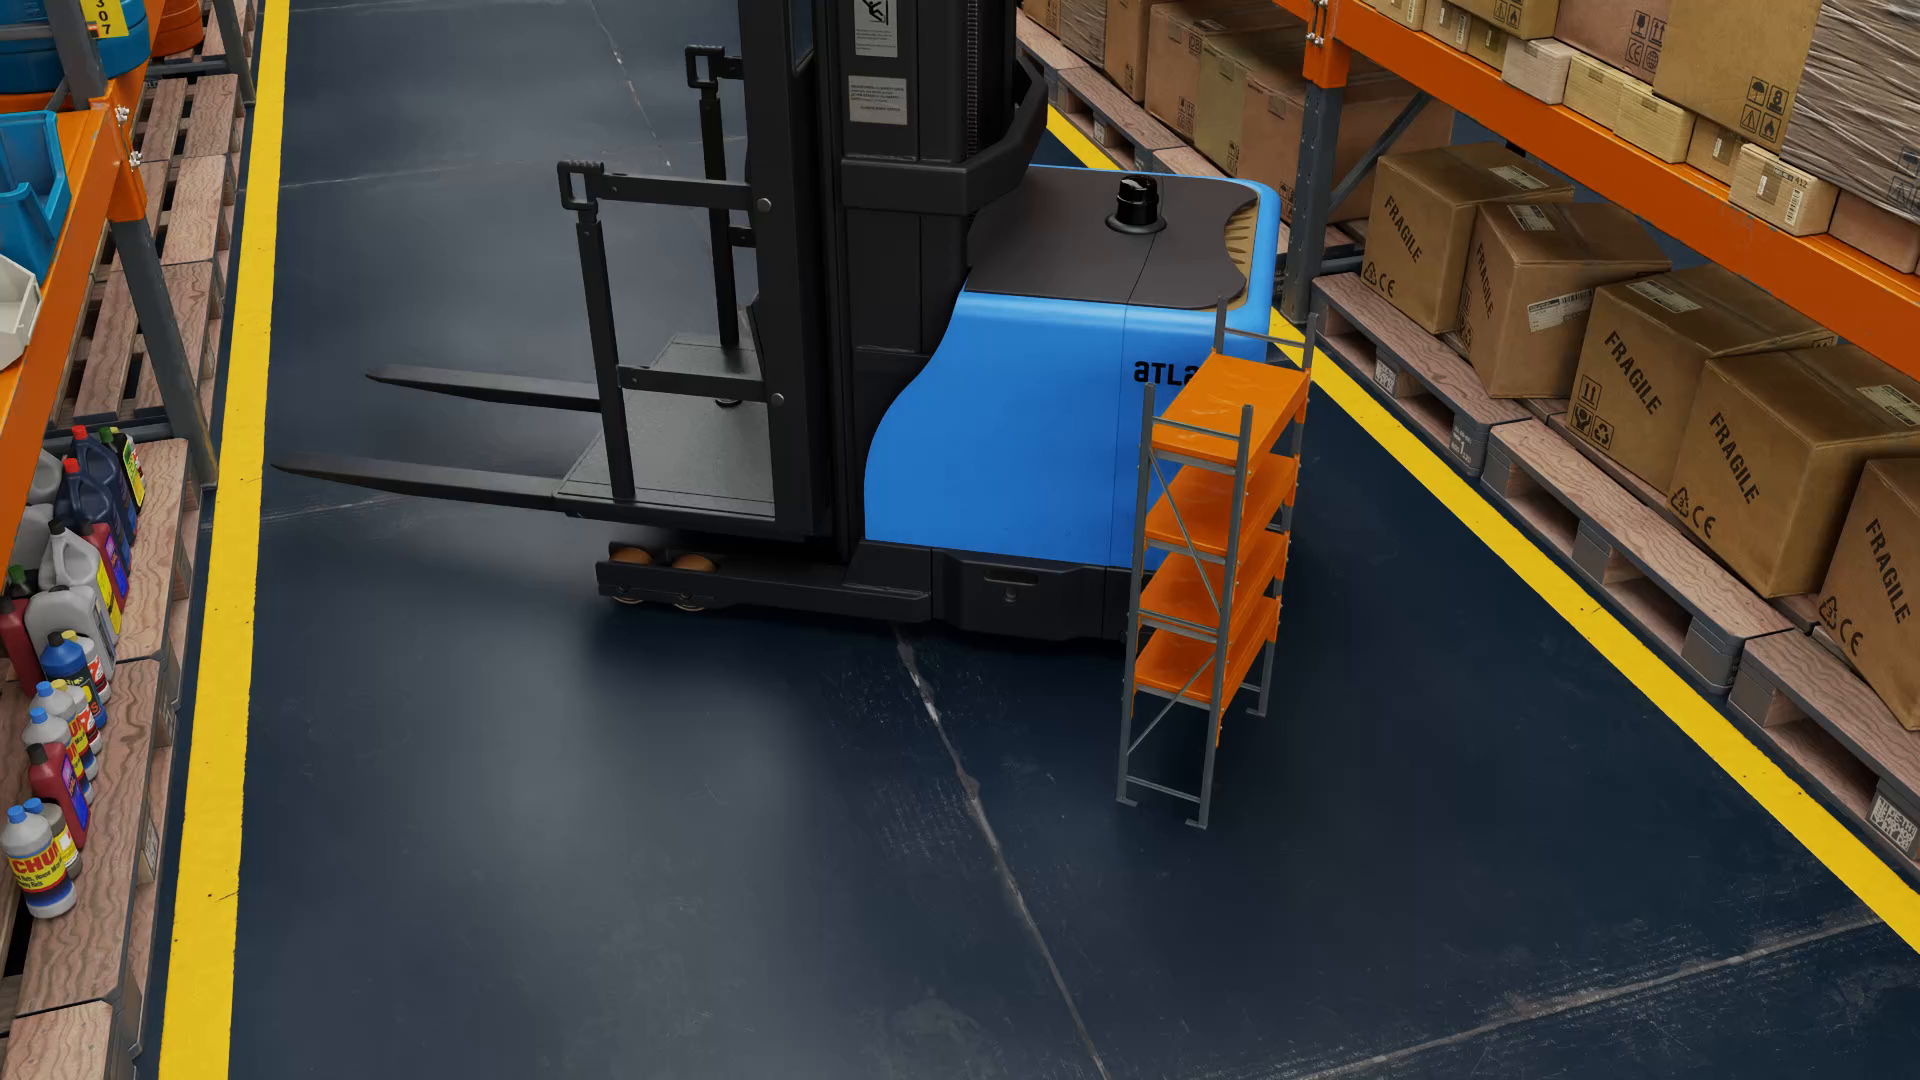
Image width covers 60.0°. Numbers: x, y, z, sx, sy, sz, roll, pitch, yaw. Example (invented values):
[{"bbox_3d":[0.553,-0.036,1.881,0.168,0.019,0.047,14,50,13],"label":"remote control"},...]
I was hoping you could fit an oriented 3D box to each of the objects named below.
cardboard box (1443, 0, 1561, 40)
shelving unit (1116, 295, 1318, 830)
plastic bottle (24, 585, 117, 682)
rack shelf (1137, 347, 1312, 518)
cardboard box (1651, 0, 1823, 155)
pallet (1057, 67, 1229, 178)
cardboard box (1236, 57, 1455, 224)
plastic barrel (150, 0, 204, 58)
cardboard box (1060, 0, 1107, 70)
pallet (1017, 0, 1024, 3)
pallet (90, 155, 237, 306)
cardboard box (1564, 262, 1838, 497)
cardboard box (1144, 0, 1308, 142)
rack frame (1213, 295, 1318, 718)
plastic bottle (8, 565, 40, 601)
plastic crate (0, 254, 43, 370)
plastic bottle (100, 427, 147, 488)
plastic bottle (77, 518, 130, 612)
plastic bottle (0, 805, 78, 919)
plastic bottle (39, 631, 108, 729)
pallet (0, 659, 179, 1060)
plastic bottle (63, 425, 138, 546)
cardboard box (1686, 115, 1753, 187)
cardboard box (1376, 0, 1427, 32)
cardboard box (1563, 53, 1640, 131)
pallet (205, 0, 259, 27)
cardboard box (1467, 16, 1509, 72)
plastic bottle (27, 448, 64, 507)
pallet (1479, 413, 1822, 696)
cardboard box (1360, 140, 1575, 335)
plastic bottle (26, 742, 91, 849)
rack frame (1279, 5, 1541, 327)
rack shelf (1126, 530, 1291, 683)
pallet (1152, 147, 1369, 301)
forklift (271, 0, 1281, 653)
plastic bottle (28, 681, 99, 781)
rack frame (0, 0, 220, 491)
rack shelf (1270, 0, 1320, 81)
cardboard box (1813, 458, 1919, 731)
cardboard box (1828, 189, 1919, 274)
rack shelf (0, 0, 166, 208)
[{"bbox_3d":[1.962,-1.852,4.972,0.875,0.500,0.500,-10,35,-15],"label":"cardboard box"},{"bbox_3d":[0.616,0.071,4.055,0.258,1.200,0.503,15,36,22],"label":"shelving unit"},{"bbox_3d":[-2.279,0.230,4.253,0.152,0.276,0.135,-9,35,-14],"label":"plastic bottle"},{"bbox_3d":[0.616,-0.257,3.838,0.258,0.148,0.480,15,36,22],"label":"rack shelf"},{"bbox_3d":[2.323,-1.337,4.193,0.875,0.500,0.500,-10,35,-15],"label":"cardboard box"},{"bbox_3d":[1.150,-2.089,8.219,1.003,0.211,1.213,-10,35,-15],"label":"pallet"},{"bbox_3d":[1.598,-1.668,6.922,0.700,0.500,0.500,-13,36,-18],"label":"cardboard box"},{"bbox_3d":[-4.338,-2.993,8.646,0.600,0.830,0.708,-10,35,-15],"label":"plastic barrel"},{"bbox_3d":[0.949,-2.805,8.642,0.700,0.500,0.500,-13,36,-19],"label":"cardboard box"},{"bbox_3d":[0.376,-3.565,10.454,1.003,0.211,1.213,-10,35,-15],"label":"pallet"},{"bbox_3d":[-3.605,-1.253,6.955,1.003,0.211,1.213,-10,35,-15],"label":"pallet"},{"bbox_3d":[2.295,-0.505,5.180,0.500,0.500,0.500,-13,36,-19],"label":"cardboard box"},{"bbox_3d":[1.299,-2.216,7.751,0.700,0.500,0.500,-13,36,-19],"label":"cardboard box"},{"bbox_3d":[0.723,-0.050,4.238,0.240,1.200,0.015,15,36,22],"label":"rack frame"},{"bbox_3d":[-2.414,0.172,4.334,0.061,0.283,0.133,-10,35,-15],"label":"plastic bottle"},{"bbox_3d":[-2.216,-0.449,3.448,0.530,0.136,0.437,-10,35,-15],"label":"plastic crate"},{"bbox_3d":[-2.545,-0.247,5.042,0.097,0.201,0.097,0,33,0],"label":"plastic bottle"},{"bbox_3d":[-2.334,0.050,4.519,0.061,0.283,0.133,-8,34,-12],"label":"plastic bottle"},{"bbox_3d":[-1.989,0.682,3.573,0.097,0.271,0.097,0,33,0],"label":"plastic bottle"},{"bbox_3d":[-2.185,0.343,4.086,0.097,0.271,0.097,0,33,0],"label":"plastic bottle"},{"bbox_3d":[-2.411,0.796,3.854,1.003,0.211,1.213,-10,35,-15],"label":"pallet"},{"bbox_3d":[-2.481,-0.158,4.771,0.144,0.351,0.185,-11,35,-16],"label":"plastic bottle"},{"bbox_3d":[2.133,-1.025,4.308,0.380,0.149,0.250,-10,35,-15],"label":"cardboard box"},{"bbox_3d":[1.607,-1.800,5.481,0.380,0.149,0.250,-10,35,-15],"label":"cardboard box"},{"bbox_3d":[1.948,-1.281,4.696,0.380,0.149,0.250,-10,35,-15],"label":"cardboard box"},{"bbox_3d":[-4.821,-3.352,10.131,1.003,0.211,1.213,-10,35,-15],"label":"pallet"},{"bbox_3d":[1.795,-1.544,5.093,0.380,0.149,0.250,-10,35,-15],"label":"cardboard box"},{"bbox_3d":[-2.619,-0.133,4.735,0.144,0.351,0.185,-10,35,-15],"label":"plastic bottle"},{"bbox_3d":[2.379,-0.050,5.134,1.003,0.211,1.213,-10,35,-15],"label":"pallet"},{"bbox_3d":[1.848,-1.117,6.107,0.500,0.500,0.500,-11,35,-16],"label":"cardboard box"},{"bbox_3d":[-2.040,0.555,3.754,0.061,0.283,0.133,-9,35,-14],"label":"plastic bottle"},{"bbox_3d":[1.764,-2.202,5.861,1.000,3.000,0.127,-10,35,-15],"label":"rack frame"},{"bbox_3d":[0.616,0.127,4.092,0.258,0.148,0.480,15,36,22],"label":"rack shelf"},{"bbox_3d":[1.526,-1.447,7.248,1.003,0.211,1.213,-10,35,-15],"label":"pallet"},{"bbox_3d":[-0.611,-1.290,4.544,3.031,2.935,1.130,6,34,9],"label":"forklift"},{"bbox_3d":[-2.124,0.449,3.925,0.097,0.271,0.097,0,33,0],"label":"plastic bottle"},{"bbox_3d":[-2.952,-1.369,4.601,1.000,3.000,0.127,-10,35,-15],"label":"rack frame"},{"bbox_3d":[1.154,-2.952,7.649,1.077,0.370,4.000,-10,35,-15],"label":"rack shelf"},{"bbox_3d":[2.595,0.127,4.223,0.500,0.500,0.500,-1,33,-2],"label":"cardboard box"},{"bbox_3d":[2.304,-0.765,3.915,0.380,0.149,0.250,-10,35,-15],"label":"cardboard box"},{"bbox_3d":[-3.562,-2.119,6.388,1.077,0.370,4.000,-10,35,-15],"label":"rack shelf"}]
